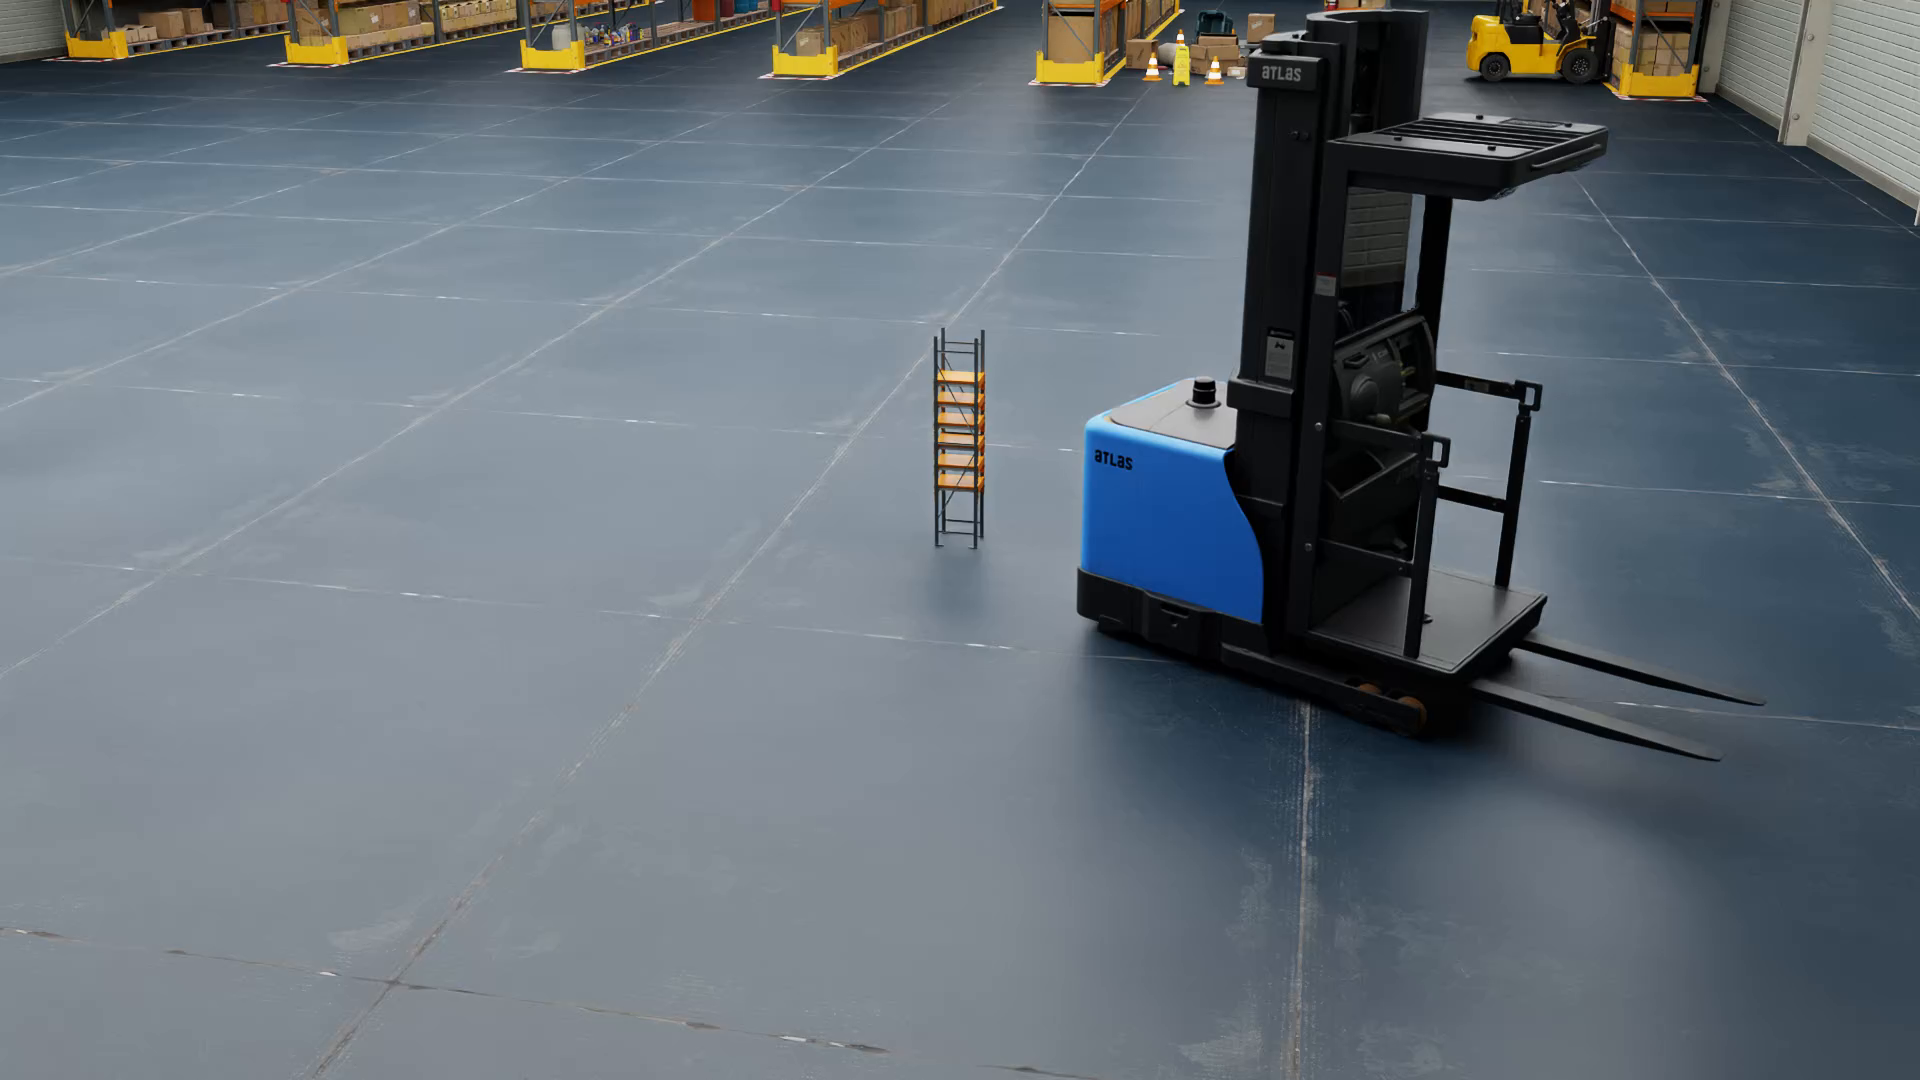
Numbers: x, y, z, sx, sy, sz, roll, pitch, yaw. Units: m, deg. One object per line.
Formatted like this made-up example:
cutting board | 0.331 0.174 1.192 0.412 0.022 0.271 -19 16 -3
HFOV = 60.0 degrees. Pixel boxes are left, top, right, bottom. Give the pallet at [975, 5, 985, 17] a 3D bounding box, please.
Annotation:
pallet | 0.055 -13.818 43.380 1.003 0.211 1.213 4 22 11

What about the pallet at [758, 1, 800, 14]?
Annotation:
pallet | -4.914 -14.195 44.317 1.003 0.211 1.213 4 22 11

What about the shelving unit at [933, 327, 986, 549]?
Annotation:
shelving unit | -0.003 -0.551 9.116 0.258 1.200 0.189 4 22 11

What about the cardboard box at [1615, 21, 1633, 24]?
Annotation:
cardboard box | 11.895 -9.194 29.948 0.500 0.250 0.500 5 23 13

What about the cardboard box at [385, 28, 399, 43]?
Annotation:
cardboard box | -11.935 -10.406 34.296 0.500 0.250 0.500 4 22 11

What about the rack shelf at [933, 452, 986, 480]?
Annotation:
rack shelf | -0.003 -0.399 9.178 0.258 0.103 0.180 4 22 11

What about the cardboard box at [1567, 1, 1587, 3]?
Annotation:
cardboard box | 13.395 -11.620 36.107 0.380 0.149 0.250 5 22 12

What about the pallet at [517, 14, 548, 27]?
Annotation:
pallet | -10.748 -12.662 40.510 1.003 0.211 1.213 4 22 11

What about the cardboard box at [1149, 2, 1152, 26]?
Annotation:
cardboard box | 4.088 -11.972 37.849 0.500 0.500 0.500 5 22 12

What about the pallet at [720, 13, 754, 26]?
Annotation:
pallet | -5.717 -12.749 40.727 1.003 0.211 1.213 4 22 11

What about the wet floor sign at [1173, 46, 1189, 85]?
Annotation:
wet floor sign | 3.895 -8.334 29.183 0.267 0.644 0.232 1 22 2

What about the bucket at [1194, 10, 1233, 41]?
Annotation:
bucket | 5.008 -10.012 32.545 0.726 0.611 0.620 13 15 29

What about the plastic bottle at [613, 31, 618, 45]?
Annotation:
plastic bottle | -6.956 -10.120 33.530 0.097 0.271 0.097 0 22 0

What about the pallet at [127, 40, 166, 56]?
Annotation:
pallet | -17.204 -10.164 34.309 1.003 0.211 1.213 4 22 11

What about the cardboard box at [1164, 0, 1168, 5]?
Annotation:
cardboard box | 5.027 -13.571 41.891 0.380 0.149 0.250 4 22 11

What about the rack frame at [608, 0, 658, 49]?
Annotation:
rack frame | -6.905 -11.843 34.745 1.000 3.000 0.127 4 22 11

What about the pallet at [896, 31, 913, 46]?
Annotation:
pallet | -1.652 -10.905 36.147 1.003 0.211 1.213 4 22 11

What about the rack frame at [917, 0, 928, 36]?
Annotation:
rack frame | -1.240 -12.929 37.440 1.000 3.000 0.127 4 22 11

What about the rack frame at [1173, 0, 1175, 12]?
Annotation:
rack frame | 5.227 -15.439 43.674 1.000 3.000 0.127 4 22 11

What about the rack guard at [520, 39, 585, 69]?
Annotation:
rack guard | -7.752 -9.252 31.658 1.175 0.500 0.348 4 22 11

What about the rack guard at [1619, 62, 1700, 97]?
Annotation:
rack guard | 11.684 -7.702 27.808 1.175 0.500 0.348 4 22 11

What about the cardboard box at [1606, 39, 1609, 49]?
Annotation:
cardboard box | 11.786 -8.779 29.586 0.500 0.250 0.500 4 22 11

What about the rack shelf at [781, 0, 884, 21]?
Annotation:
rack shelf | -2.464 -10.401 32.126 1.077 0.370 4.000 4 22 11

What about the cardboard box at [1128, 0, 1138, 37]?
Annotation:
cardboard box | 3.208 -11.129 35.421 1.050 0.750 0.750 5 22 12

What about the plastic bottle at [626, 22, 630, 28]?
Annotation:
plastic bottle | -6.895 -10.572 34.546 0.144 0.351 0.185 4 22 11

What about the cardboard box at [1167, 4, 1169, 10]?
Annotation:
cardboard box | 5.129 -13.624 42.420 0.380 0.149 0.250 5 22 12

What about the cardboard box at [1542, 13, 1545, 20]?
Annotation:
cardboard box | 13.964 -12.358 39.276 0.380 0.149 0.250 4 22 9

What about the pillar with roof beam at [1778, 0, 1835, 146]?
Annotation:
pillar with roof beam | 7.275 -9.973 22.071 9.100 9.000 0.400 4 22 11

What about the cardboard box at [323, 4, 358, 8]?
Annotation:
cardboard box | -12.562 -10.612 33.803 0.500 0.500 0.500 4 22 11

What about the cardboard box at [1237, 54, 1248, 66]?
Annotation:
cardboard box | 5.378 -9.308 32.109 0.258 0.266 0.396 -11 25 -26

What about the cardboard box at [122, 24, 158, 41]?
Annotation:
cardboard box | -17.074 -10.547 34.537 0.500 0.311 0.500 6 23 15

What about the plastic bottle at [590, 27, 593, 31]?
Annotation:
plastic bottle | -7.589 -10.398 34.202 0.061 0.283 0.133 5 23 13

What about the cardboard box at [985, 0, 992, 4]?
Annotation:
cardboard box | 0.340 -14.823 44.427 0.875 0.875 0.875 4 22 11

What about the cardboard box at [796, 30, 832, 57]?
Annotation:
cardboard box | -2.729 -9.265 31.128 0.500 0.500 0.500 9 24 21

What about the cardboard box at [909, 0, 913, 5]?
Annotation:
cardboard box | -1.347 -12.074 37.070 0.500 0.250 0.500 5 23 13

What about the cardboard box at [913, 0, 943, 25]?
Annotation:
cardboard box | -1.079 -12.389 38.381 1.225 0.875 0.875 3 22 8

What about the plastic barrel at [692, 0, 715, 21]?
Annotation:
plastic barrel | -6.006 -12.675 39.152 0.600 0.830 0.708 4 22 11

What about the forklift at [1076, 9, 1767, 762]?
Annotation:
forklift | 2.044 -0.731 7.245 3.031 2.935 1.130 17 27 36

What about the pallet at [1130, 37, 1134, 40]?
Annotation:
pallet | 3.109 -10.493 35.124 1.003 0.211 1.213 4 22 11

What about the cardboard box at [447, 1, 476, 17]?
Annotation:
cardboard box | -11.213 -11.906 37.268 0.500 0.311 0.500 4 22 9

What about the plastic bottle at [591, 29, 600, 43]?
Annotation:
plastic bottle | -7.451 -10.294 33.955 0.152 0.276 0.135 4 22 11

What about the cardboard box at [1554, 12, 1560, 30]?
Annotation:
cardboard box | 13.502 -11.568 36.845 0.500 0.500 0.500 4 22 9

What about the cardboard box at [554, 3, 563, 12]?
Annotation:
cardboard box | -10.254 -13.441 41.468 0.500 0.500 0.500 4 22 9

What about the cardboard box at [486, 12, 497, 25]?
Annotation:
cardboard box | -11.013 -12.021 38.305 0.500 0.250 0.500 5 22 12

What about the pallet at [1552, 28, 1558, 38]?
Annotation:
pallet | 13.762 -11.218 36.924 1.003 0.211 1.213 4 22 11

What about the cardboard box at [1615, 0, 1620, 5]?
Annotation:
cardboard box | 11.844 -9.678 29.235 0.500 0.500 0.500 5 22 11

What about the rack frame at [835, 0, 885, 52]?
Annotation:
rack frame | -2.056 -11.466 33.808 1.000 3.000 0.127 4 22 11

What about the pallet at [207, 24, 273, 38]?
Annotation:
pallet | -16.446 -11.590 37.848 1.003 0.211 1.213 4 22 11

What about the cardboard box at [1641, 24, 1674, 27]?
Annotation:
cardboard box | 12.295 -8.967 29.383 0.500 0.250 0.500 4 22 10

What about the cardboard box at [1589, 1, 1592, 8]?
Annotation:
cardboard box | 13.938 -11.683 36.263 0.380 0.149 0.250 4 22 10

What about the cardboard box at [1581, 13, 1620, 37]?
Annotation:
cardboard box | 12.918 -10.177 33.223 0.875 0.625 0.625 4 22 9

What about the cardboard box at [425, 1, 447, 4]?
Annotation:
cardboard box | -11.747 -11.945 37.365 0.500 0.311 0.500 4 22 11

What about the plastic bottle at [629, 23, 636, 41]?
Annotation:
plastic bottle | -6.793 -10.491 34.344 0.144 0.351 0.185 3 22 8
